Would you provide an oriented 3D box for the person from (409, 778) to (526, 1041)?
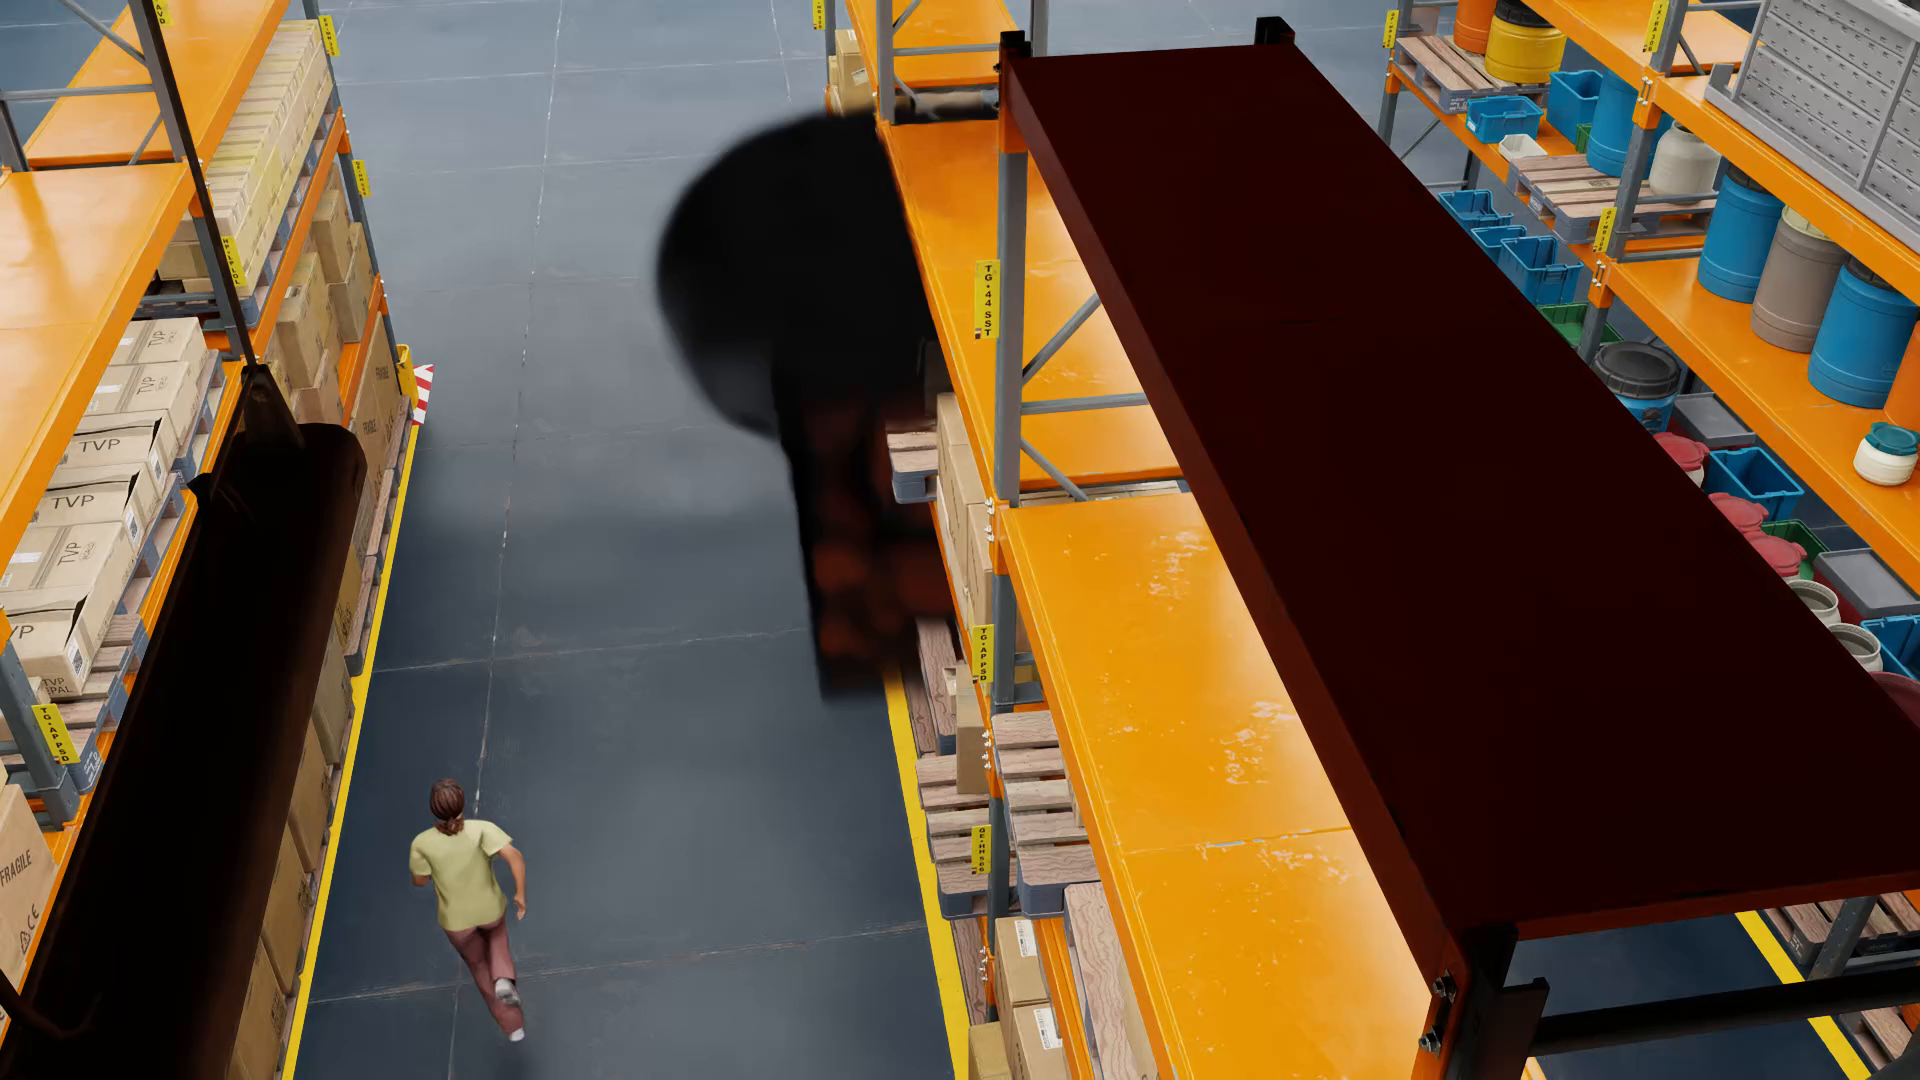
[{"bbox_3d":[-2.605,1.969,8.949,0.561,1.610,0.675,-16,39,-20],"label":"person"}]
